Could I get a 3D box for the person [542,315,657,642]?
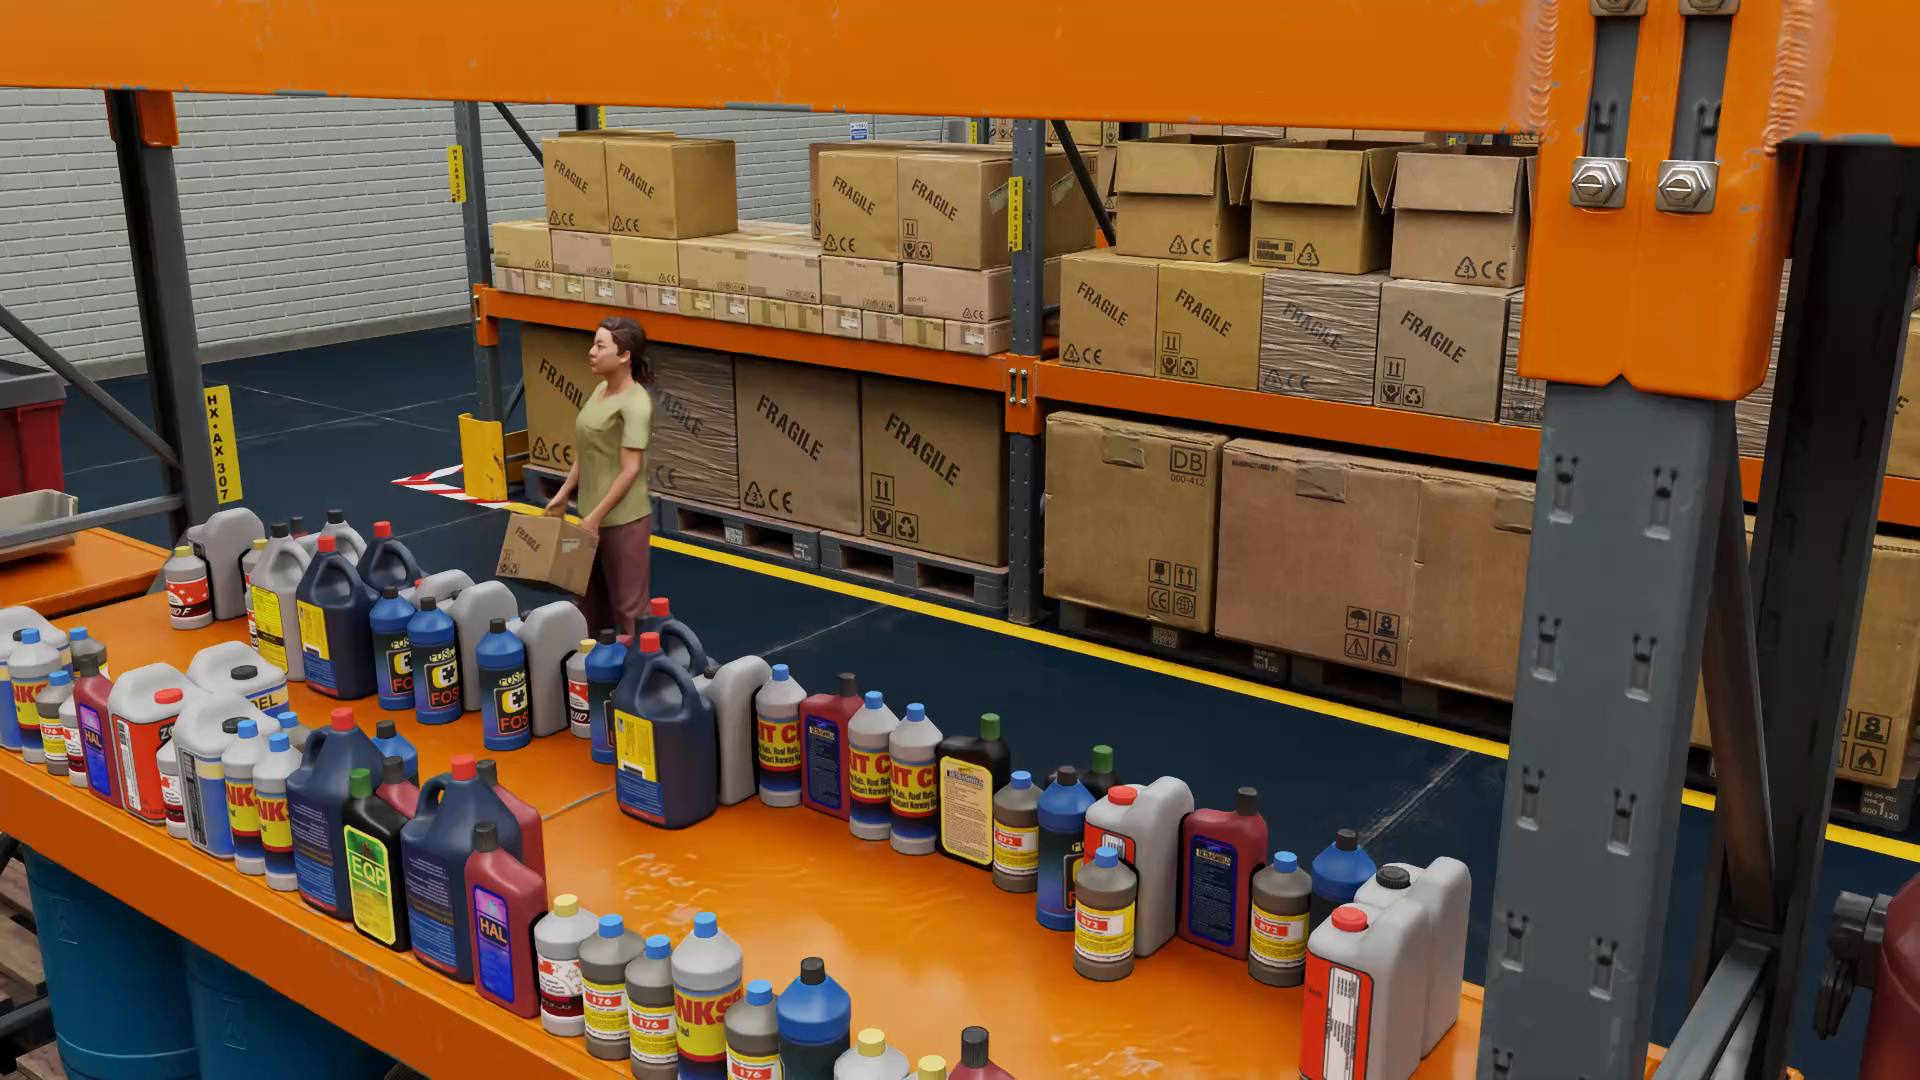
[{"bbox_3d":[-1.465,-0.064,6.753,0.528,1.665,0.472,-11,20,-32],"label":"person"}]
